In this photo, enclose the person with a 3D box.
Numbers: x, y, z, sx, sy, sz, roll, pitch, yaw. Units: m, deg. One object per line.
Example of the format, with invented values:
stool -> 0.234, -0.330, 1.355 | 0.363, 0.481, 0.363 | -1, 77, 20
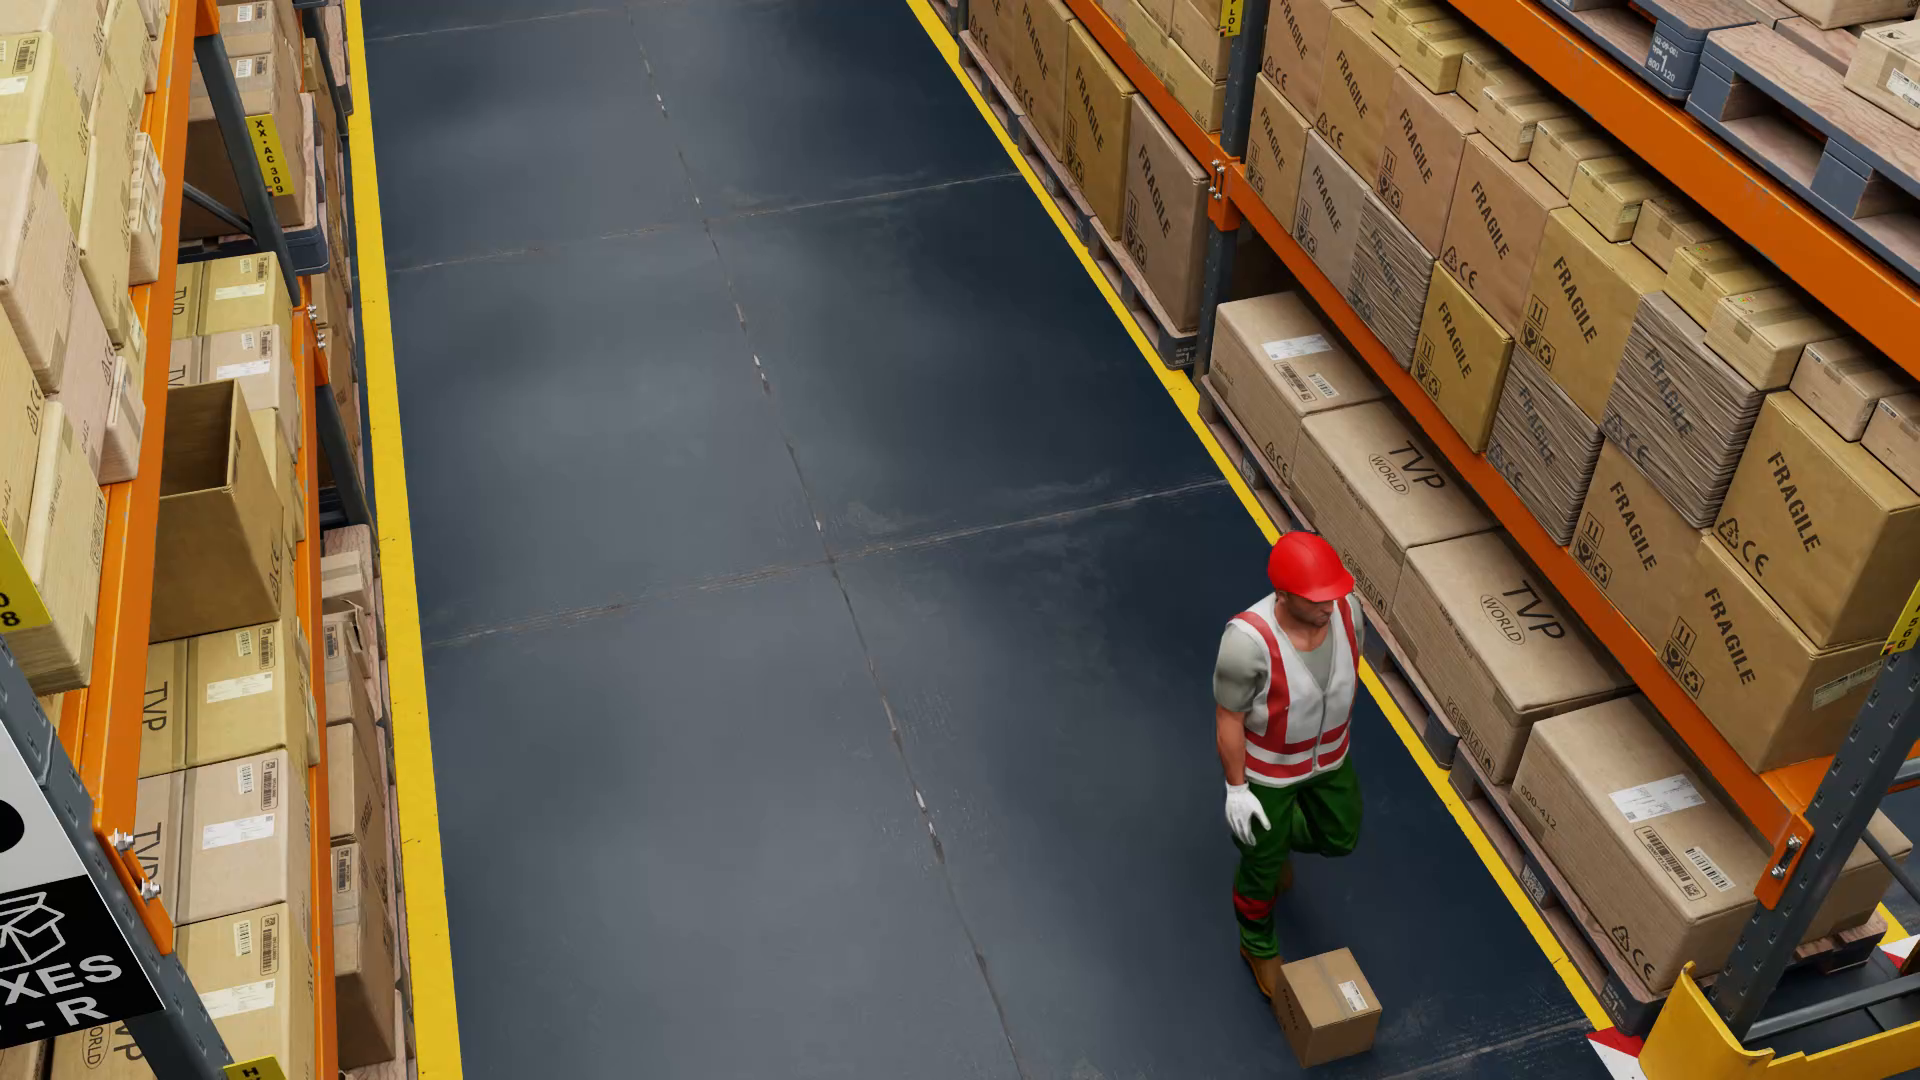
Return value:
person -> 1.065, 0.720, 5.313 | 0.558, 1.783, 0.640 | -18, 45, -19
